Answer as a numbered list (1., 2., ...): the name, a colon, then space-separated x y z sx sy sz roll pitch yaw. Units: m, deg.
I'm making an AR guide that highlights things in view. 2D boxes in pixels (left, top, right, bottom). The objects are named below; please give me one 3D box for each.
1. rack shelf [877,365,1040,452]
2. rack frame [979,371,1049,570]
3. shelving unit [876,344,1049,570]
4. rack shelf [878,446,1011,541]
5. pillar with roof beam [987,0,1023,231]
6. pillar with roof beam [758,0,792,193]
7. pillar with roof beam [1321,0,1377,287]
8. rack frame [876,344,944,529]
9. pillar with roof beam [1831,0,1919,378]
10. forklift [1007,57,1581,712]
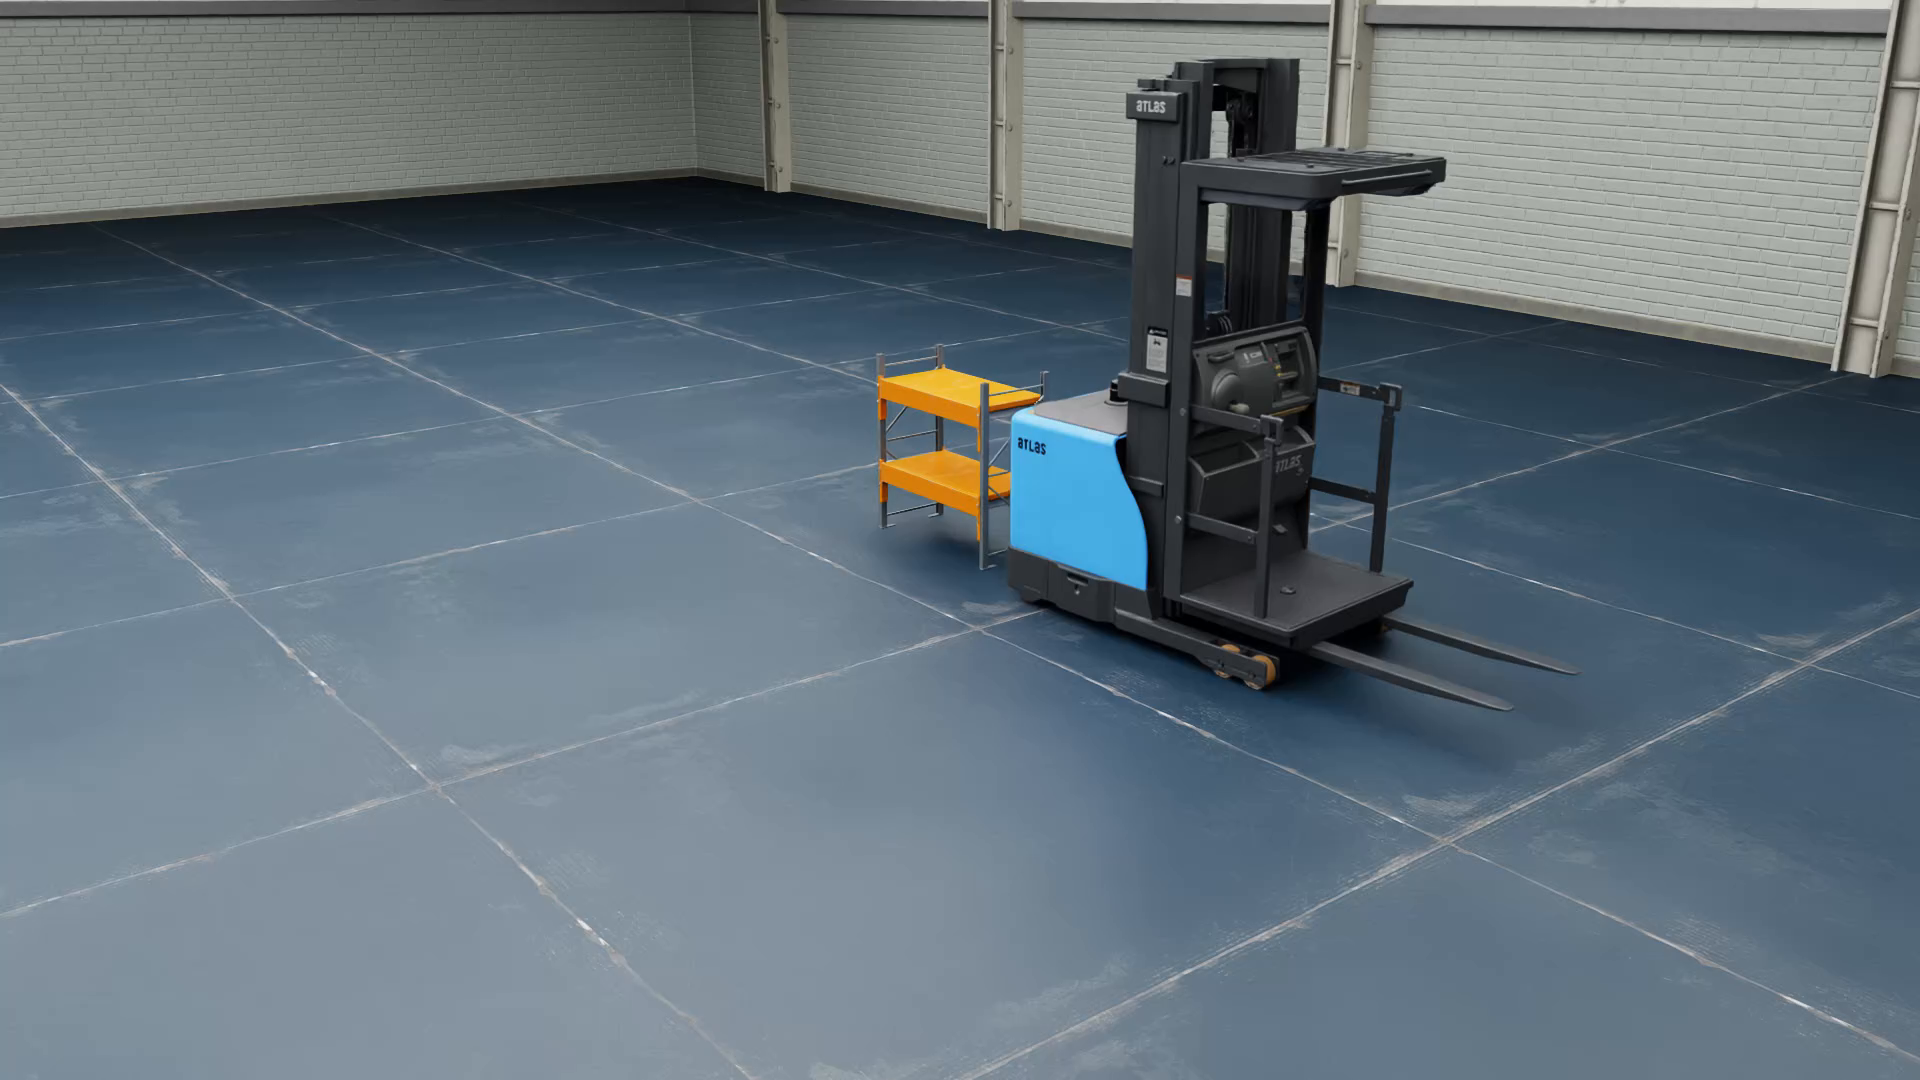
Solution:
1. rack shelf: 0.004 -0.810 10.089 0.538 0.278 1.000 -14 23 -36
2. rack frame: 0.320 -0.407 9.802 0.500 1.125 0.032 -14 23 -36
3. shelving unit: 0.004 -0.532 10.181 0.538 1.125 1.048 -14 23 -36
4. rack shelf: 0.004 -0.300 10.258 0.538 0.278 1.000 -14 23 -36
5. pillar with roof beam: -2.743 -7.898 19.899 9.100 9.000 0.400 -14 23 -36
6. pillar with roof beam: -6.469 -9.377 24.364 9.100 9.000 0.400 -14 23 -36
7. pillar with roof beam: 0.982 -6.420 15.434 9.100 9.000 0.400 -14 23 -36
8. rack frame: -0.311 -0.658 10.559 0.500 1.125 0.032 -14 23 -36
9. pillar with roof beam: 4.707 -4.941 10.969 9.100 9.000 0.400 -14 23 -36
10. forklift: 1.638 -0.841 8.240 1.130 2.935 3.031 -16 24 -40
